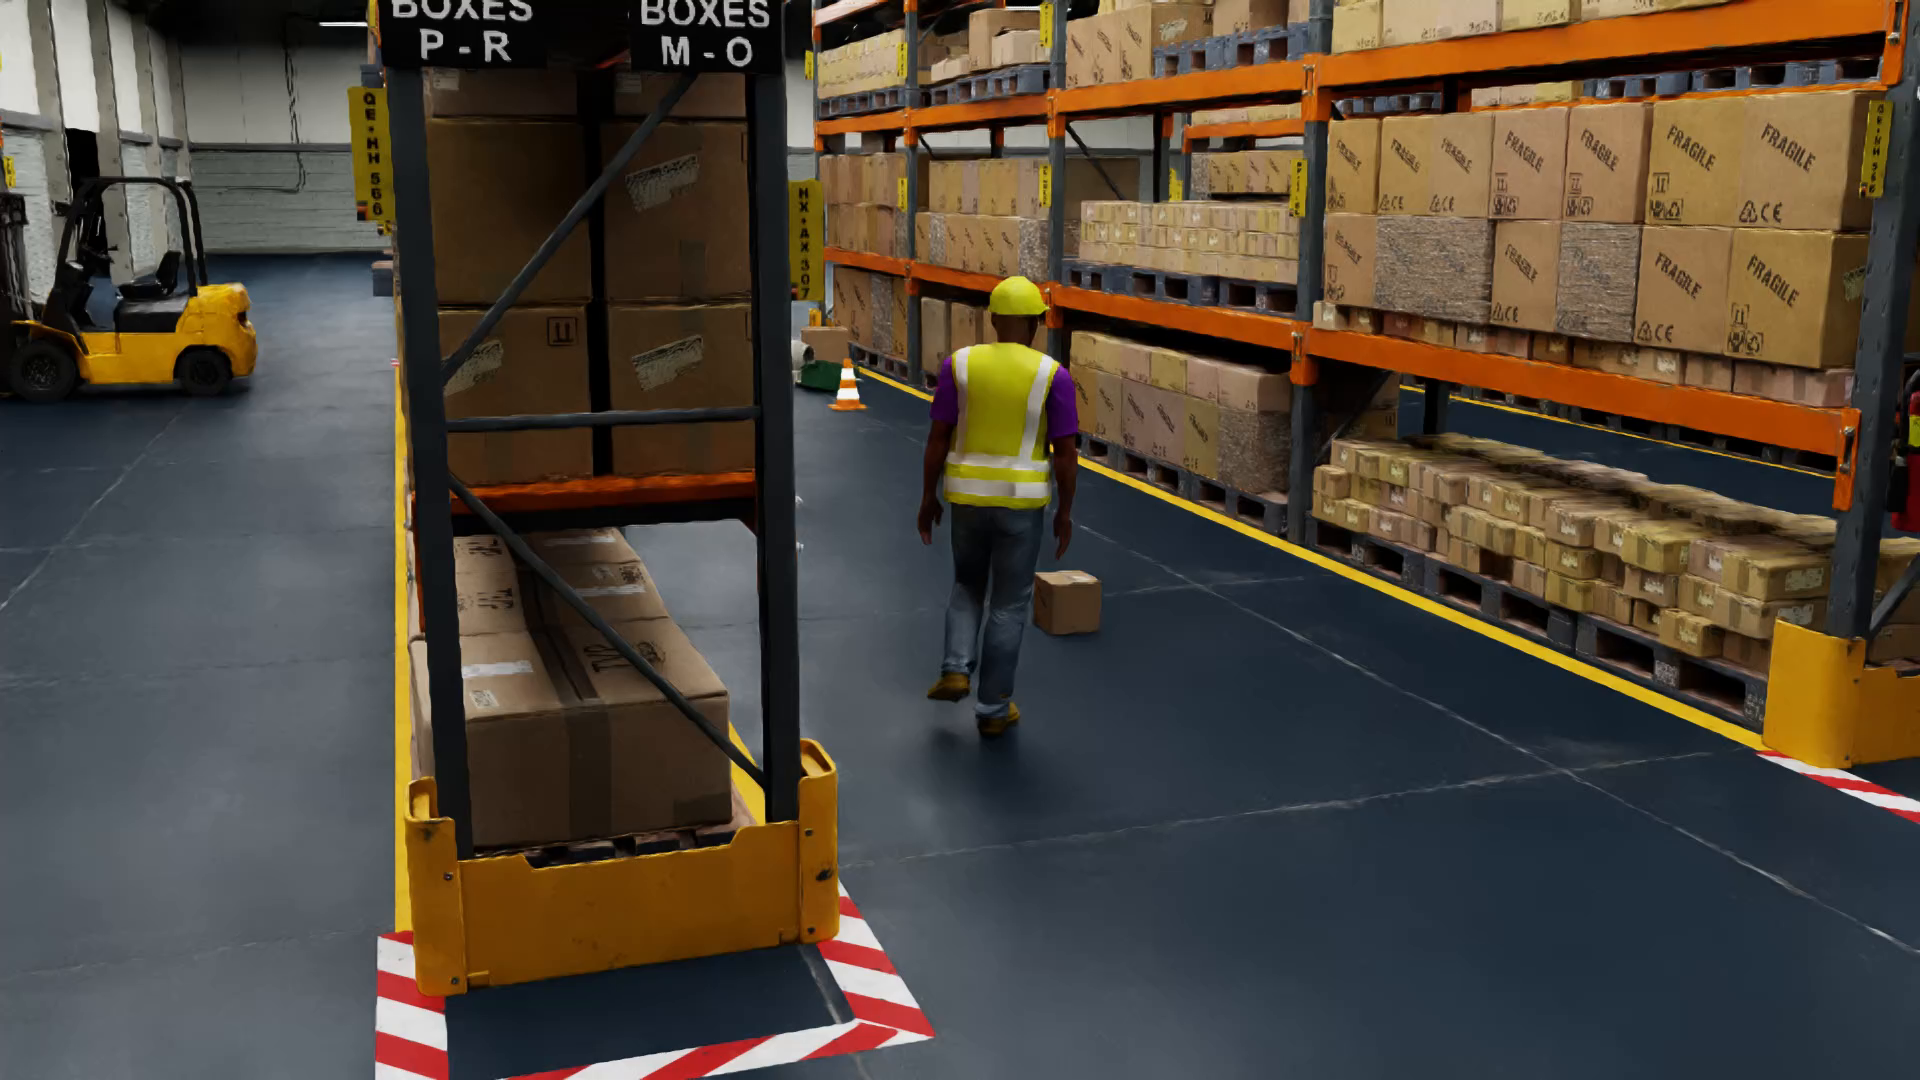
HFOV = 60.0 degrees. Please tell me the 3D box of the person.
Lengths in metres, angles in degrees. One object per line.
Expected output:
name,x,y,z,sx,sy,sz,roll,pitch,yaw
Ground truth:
person,0.155,-0.135,6.476,0.614,1.756,0.501,4,13,17
